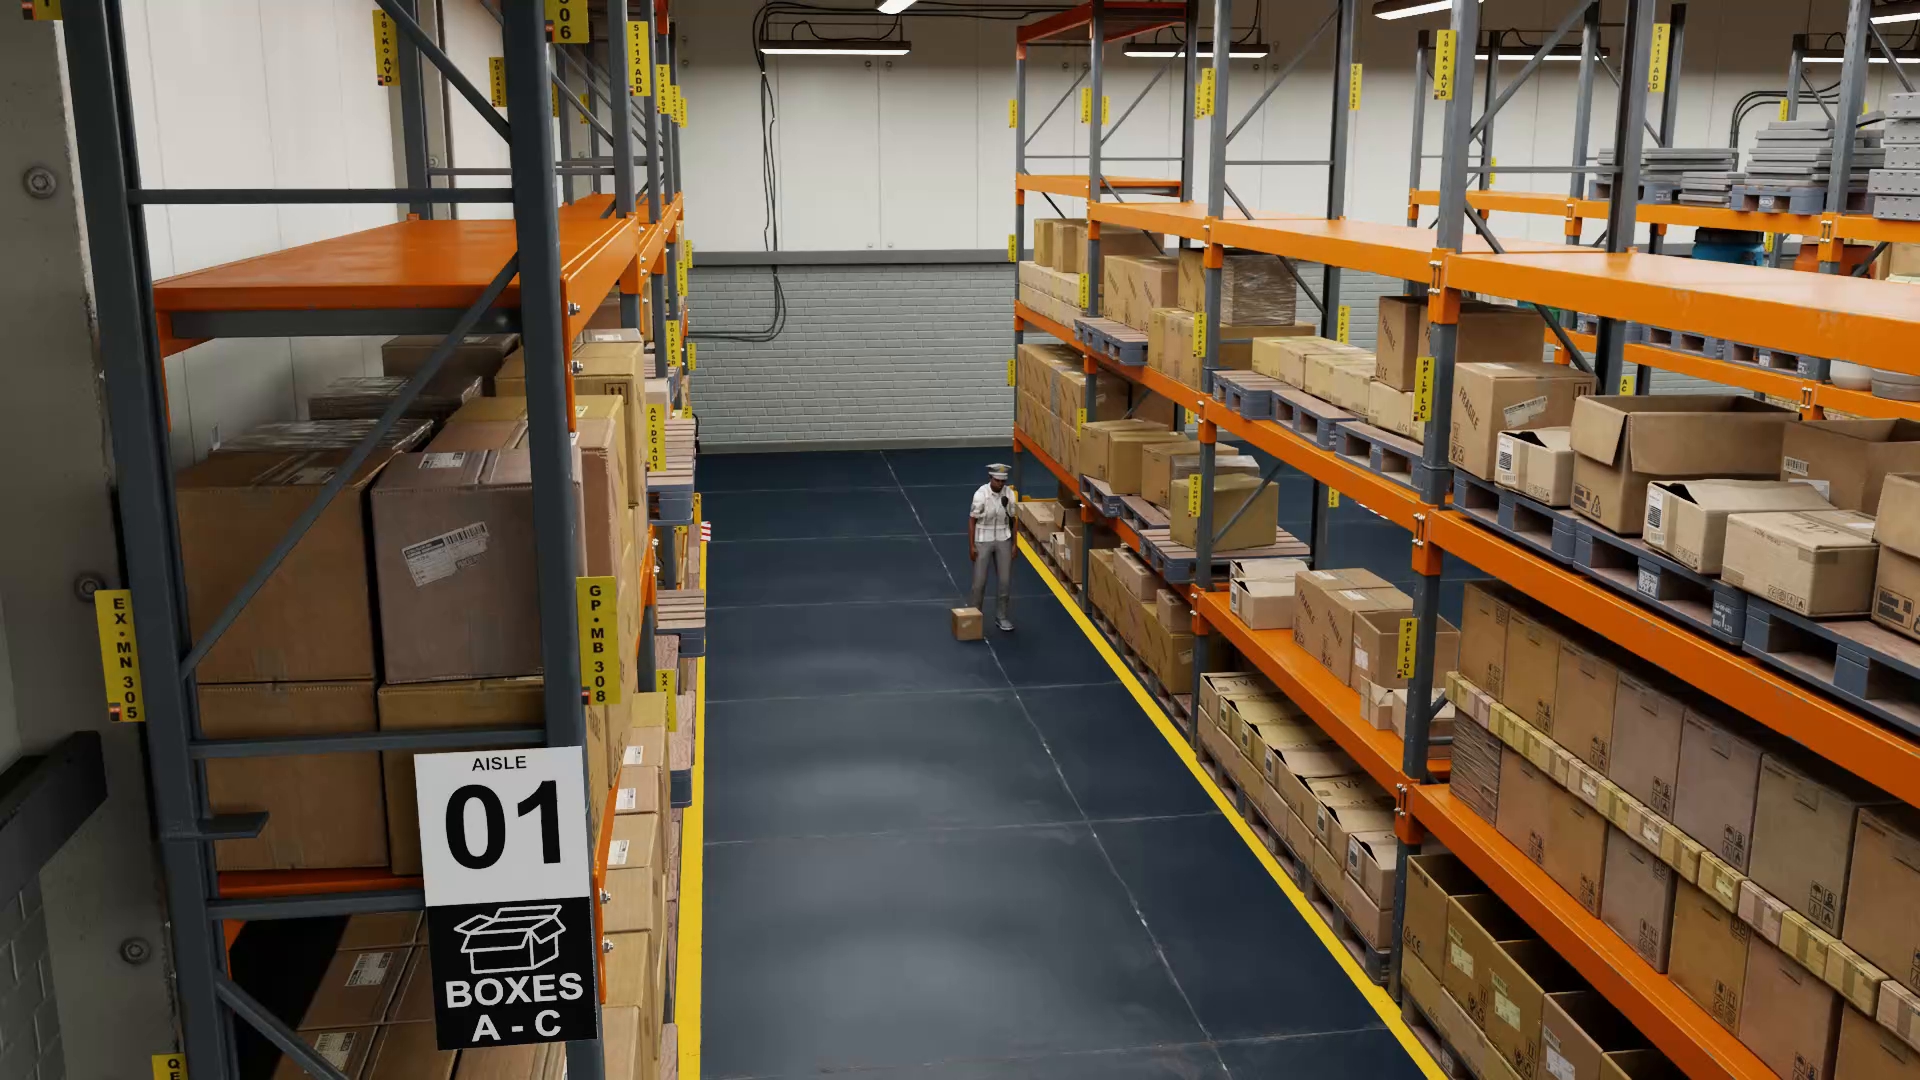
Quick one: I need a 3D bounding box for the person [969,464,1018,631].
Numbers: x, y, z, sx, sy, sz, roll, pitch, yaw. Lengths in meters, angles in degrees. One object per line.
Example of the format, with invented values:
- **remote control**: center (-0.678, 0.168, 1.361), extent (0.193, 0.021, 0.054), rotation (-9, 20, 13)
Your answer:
- **person**: center (0.314, 0.059, 16.237), extent (0.530, 1.658, 0.397), rotation (-3, 14, -14)
